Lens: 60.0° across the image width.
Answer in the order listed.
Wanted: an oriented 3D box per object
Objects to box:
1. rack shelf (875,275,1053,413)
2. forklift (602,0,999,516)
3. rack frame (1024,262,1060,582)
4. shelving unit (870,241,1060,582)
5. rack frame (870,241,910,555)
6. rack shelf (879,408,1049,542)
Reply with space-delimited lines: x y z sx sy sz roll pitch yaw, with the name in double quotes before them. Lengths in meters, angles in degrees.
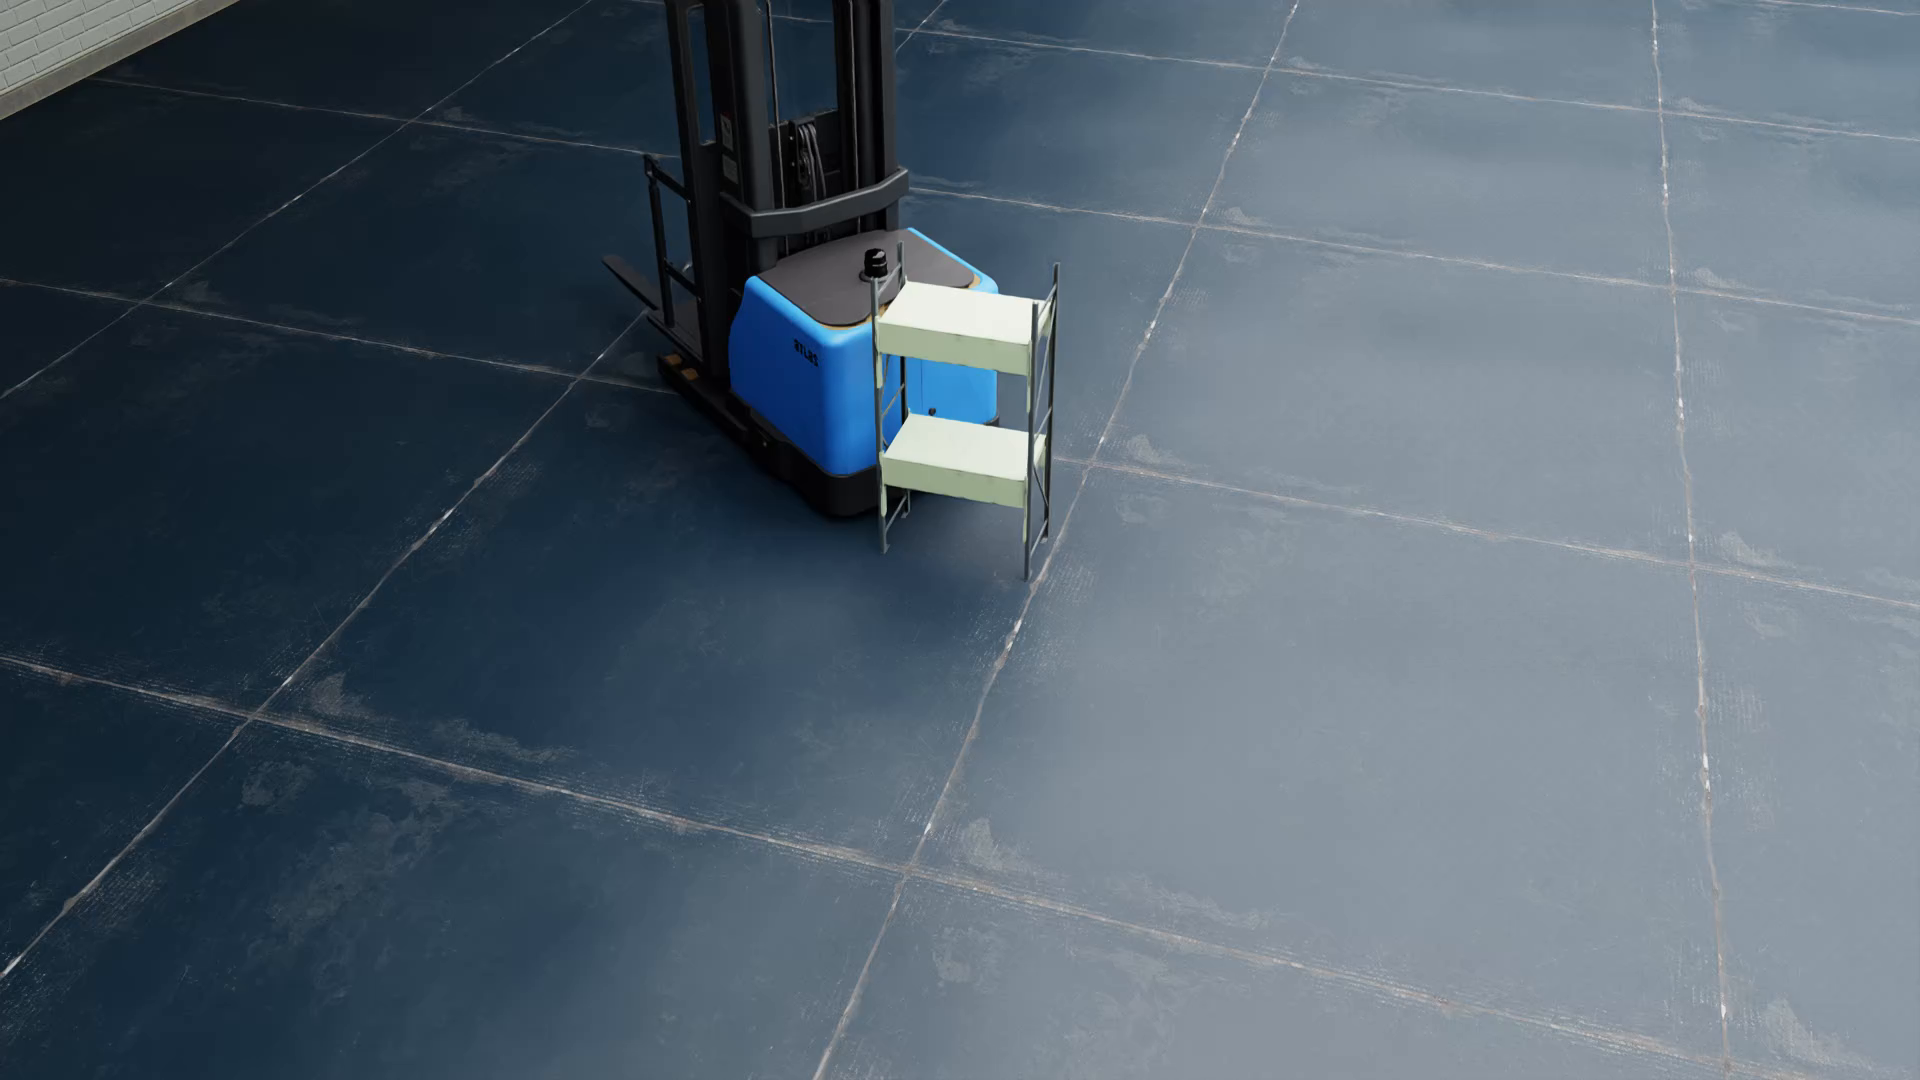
"rack shelf" 0.026 -0.894 7.541 0.720 0.370 0.431 10 38 14
"forklift" -1.058 -2.126 8.666 1.130 2.935 3.031 -23 42 -28
"rack frame" 0.376 -0.516 7.686 0.023 1.500 0.400 10 38 14
"shelving unit" 0.026 -0.580 7.772 0.755 1.500 0.431 10 38 14
"rack frame" -0.324 -0.643 7.859 0.023 1.500 0.400 10 38 14
"rack shelf" 0.026 -0.317 7.965 0.720 0.370 0.431 10 38 14
